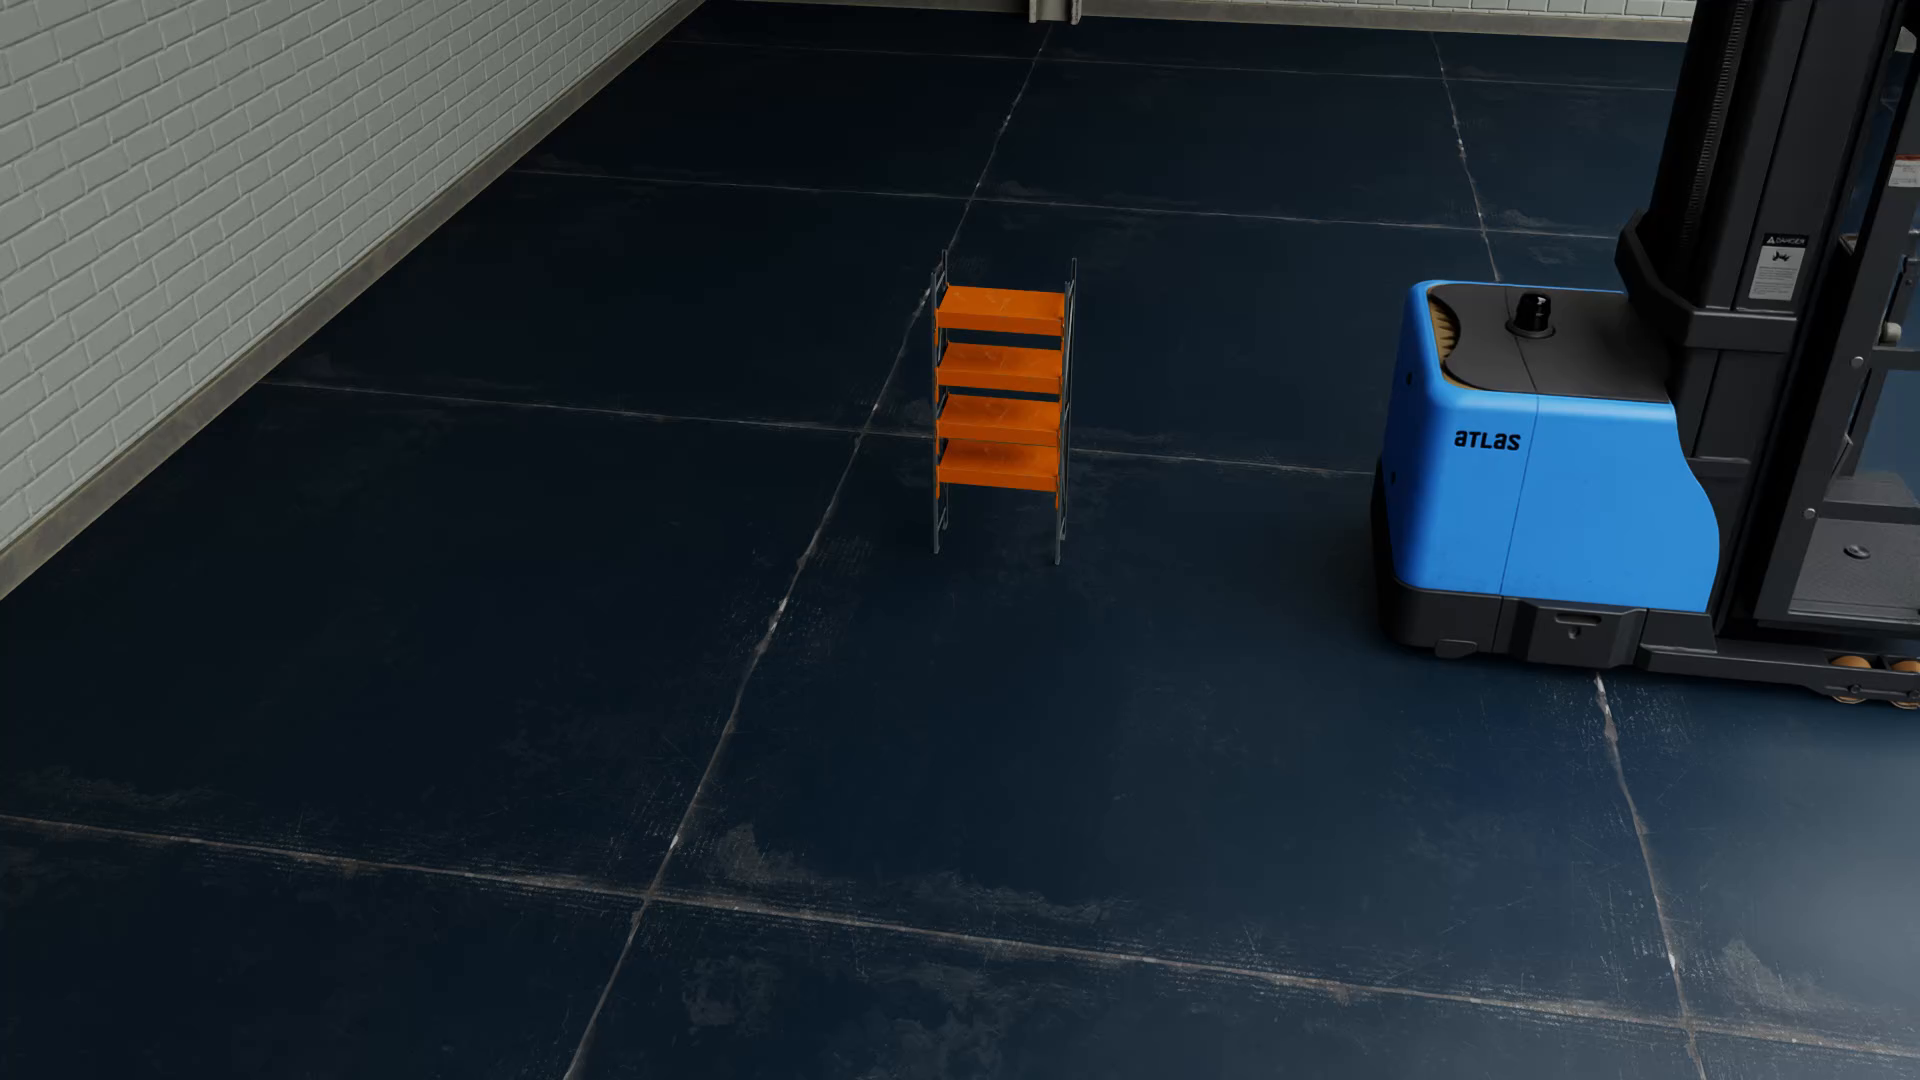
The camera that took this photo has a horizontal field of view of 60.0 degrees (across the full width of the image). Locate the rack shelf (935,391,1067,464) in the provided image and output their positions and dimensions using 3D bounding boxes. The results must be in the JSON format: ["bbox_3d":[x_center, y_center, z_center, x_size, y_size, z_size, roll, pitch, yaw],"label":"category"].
[{"bbox_3d":[0.163,-0.437,6.444,0.480,0.148,0.258,5,32,8],"label":"rack shelf"}]

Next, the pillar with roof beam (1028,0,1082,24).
[{"bbox_3d":[0.050,-5.809,7.549,0.400,9.000,9.100,5,32,8],"label":"pillar with roof beam"}]

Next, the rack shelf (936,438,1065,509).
[{"bbox_3d":[0.163,-0.268,6.549,0.480,0.148,0.258,5,32,8],"label":"rack shelf"}]

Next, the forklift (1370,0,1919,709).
[{"bbox_3d":[3.109,-0.957,5.516,3.031,2.935,1.130,5,32,8],"label":"forklift"}]

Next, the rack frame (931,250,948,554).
[{"bbox_3d":[-0.077,-0.516,6.443,0.015,1.200,0.240,5,32,8],"label":"rack frame"}]

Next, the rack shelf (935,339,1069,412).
[{"bbox_3d":[0.163,-0.626,6.325,0.480,0.148,0.258,5,32,8],"label":"rack shelf"}]

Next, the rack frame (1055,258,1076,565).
[{"bbox_3d":[0.404,-0.472,6.373,0.015,1.200,0.240,5,32,8],"label":"rack frame"}]

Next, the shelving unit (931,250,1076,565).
[{"bbox_3d":[0.163,-0.494,6.408,0.503,1.200,0.258,5,32,8],"label":"shelving unit"}]

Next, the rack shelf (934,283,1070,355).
[{"bbox_3d":[0.163,-0.827,6.200,0.480,0.148,0.258,5,32,8],"label":"rack shelf"}]
